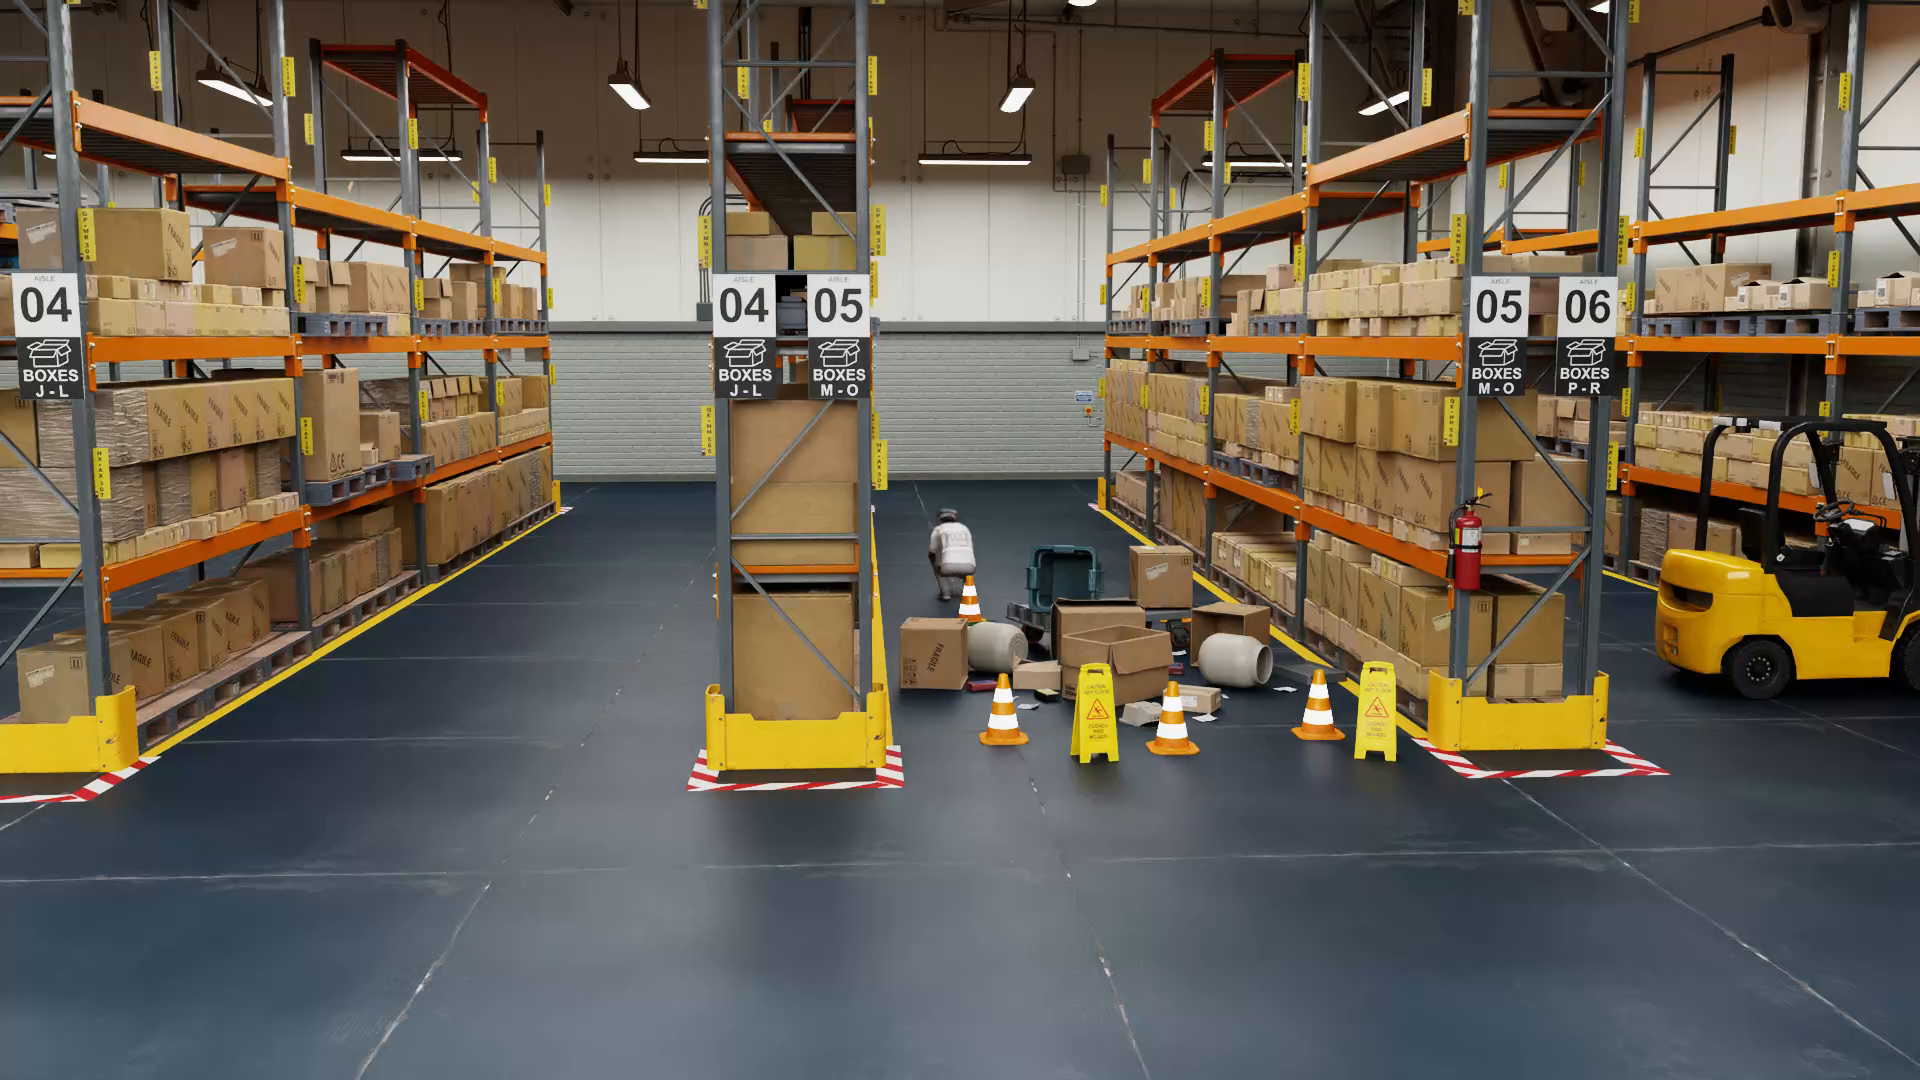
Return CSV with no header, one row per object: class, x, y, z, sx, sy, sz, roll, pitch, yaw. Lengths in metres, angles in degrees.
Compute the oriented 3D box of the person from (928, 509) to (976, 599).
person,-0.076,0.157,17.968,0.514,0.949,0.837,-1,7,-4
